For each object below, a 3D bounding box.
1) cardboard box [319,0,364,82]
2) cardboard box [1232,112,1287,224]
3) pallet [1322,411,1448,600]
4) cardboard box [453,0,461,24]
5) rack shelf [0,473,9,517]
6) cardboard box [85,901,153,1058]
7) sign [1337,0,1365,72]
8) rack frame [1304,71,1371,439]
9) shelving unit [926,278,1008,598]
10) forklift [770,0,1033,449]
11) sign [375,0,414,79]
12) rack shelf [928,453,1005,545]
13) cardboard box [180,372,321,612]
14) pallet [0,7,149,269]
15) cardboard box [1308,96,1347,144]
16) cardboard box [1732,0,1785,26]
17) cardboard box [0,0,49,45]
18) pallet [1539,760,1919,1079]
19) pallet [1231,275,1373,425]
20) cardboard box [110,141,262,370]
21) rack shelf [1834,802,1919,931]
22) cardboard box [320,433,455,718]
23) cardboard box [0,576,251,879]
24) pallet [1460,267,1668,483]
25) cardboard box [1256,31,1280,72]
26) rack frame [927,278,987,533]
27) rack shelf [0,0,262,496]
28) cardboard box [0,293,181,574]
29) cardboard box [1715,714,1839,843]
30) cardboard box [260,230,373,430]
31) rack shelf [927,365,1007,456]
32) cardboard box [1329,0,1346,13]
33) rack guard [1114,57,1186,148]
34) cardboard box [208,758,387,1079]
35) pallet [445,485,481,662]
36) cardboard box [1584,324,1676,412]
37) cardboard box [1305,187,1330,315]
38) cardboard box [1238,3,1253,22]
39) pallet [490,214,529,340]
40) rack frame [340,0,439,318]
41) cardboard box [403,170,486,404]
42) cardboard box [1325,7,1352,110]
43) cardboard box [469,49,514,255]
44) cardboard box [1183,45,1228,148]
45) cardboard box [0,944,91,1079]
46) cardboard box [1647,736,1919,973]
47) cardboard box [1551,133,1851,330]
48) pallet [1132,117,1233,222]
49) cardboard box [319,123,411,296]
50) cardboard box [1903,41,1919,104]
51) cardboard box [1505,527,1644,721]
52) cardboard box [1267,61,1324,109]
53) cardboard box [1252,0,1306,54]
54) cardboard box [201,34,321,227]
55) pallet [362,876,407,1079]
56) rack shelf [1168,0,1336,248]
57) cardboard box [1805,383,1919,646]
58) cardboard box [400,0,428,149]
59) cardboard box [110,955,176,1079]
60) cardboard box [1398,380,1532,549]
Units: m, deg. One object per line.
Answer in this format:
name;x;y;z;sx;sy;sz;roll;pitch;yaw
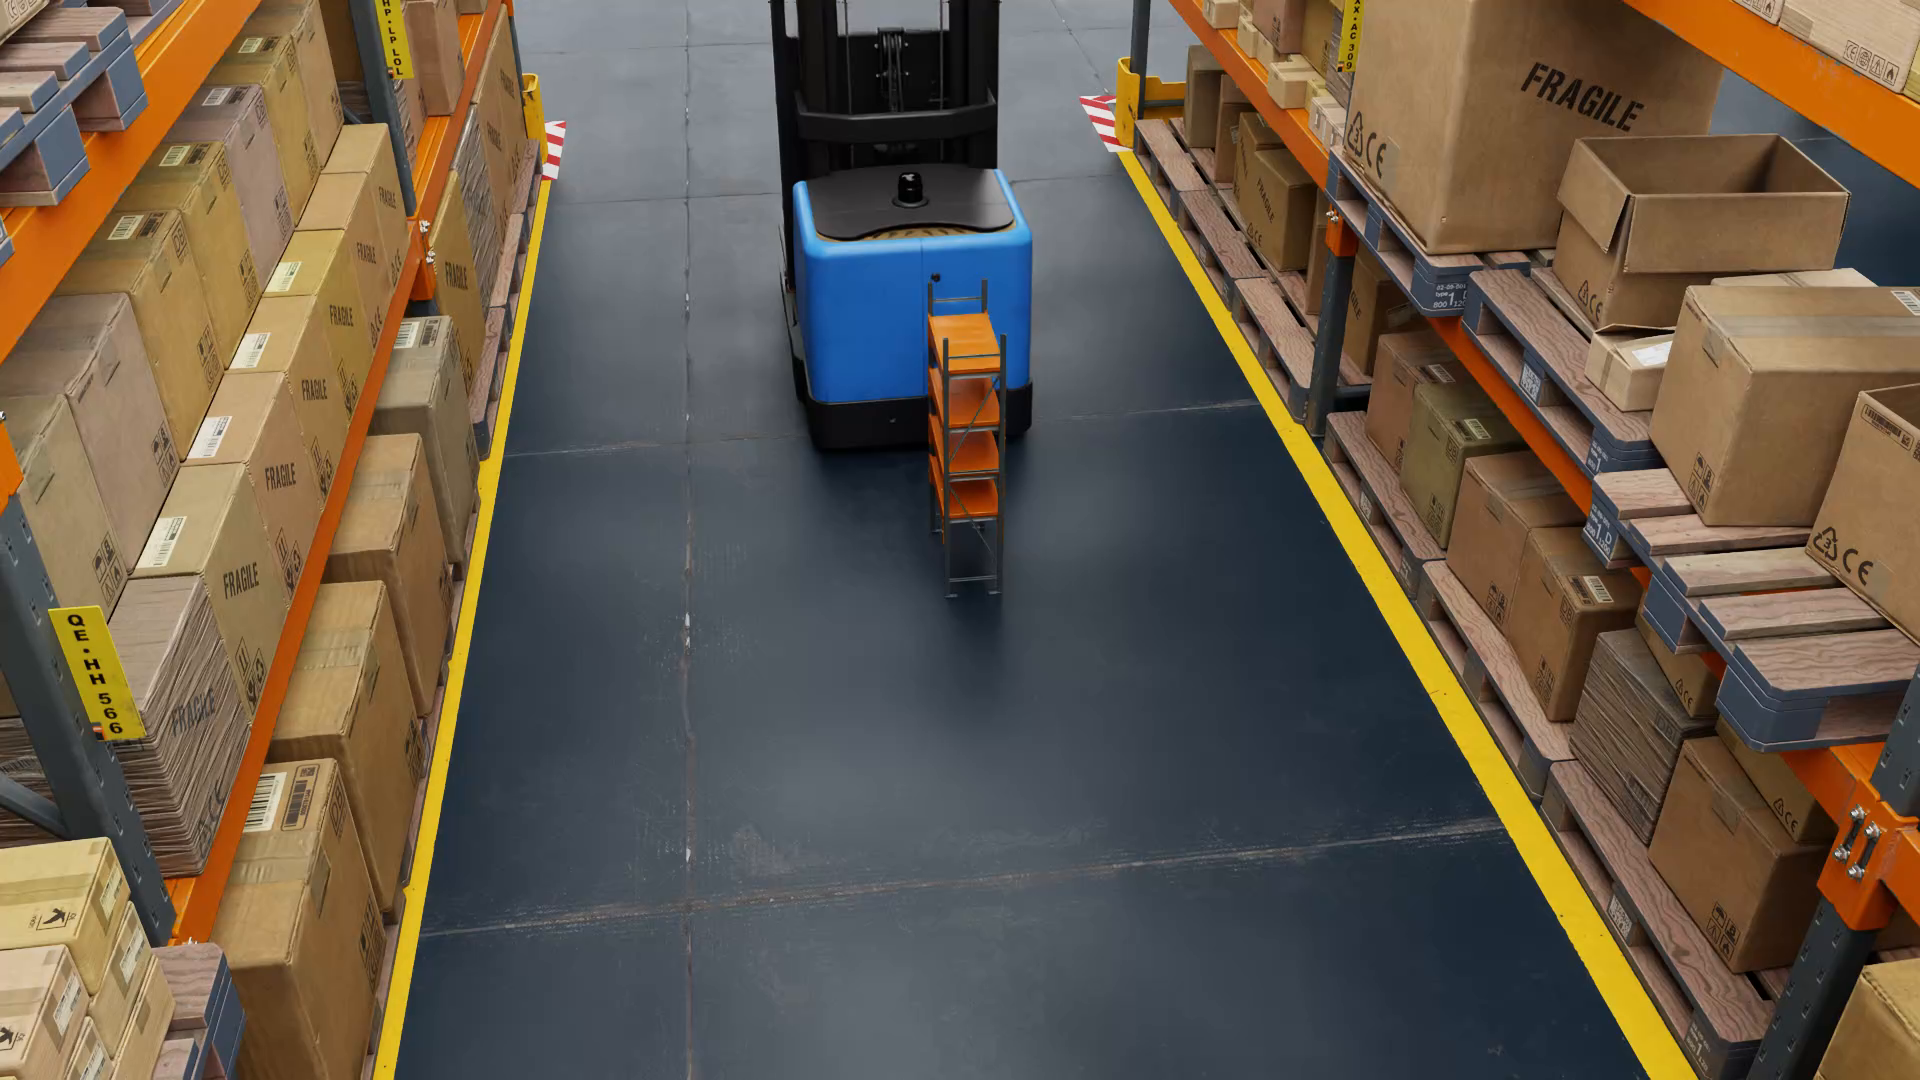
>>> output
cardboard box;-2.773;-2.193;6.712;0.875;0.550;0.550;-4;35;-6
cardboard box;1.881;-2.137;9.569;0.500;0.500;0.500;-1;34;-2
pallet;2.278;-0.209;7.369;1.003;0.211;1.213;-4;35;-6
cardboard box;-3.154;-2.940;8.767;0.875;0.550;0.550;-4;35;-6
rack shelf;-1.950;0.930;1.198;1.077;0.370;4.000;-4;35;-6
cardboard box;-1.701;0.804;2.992;0.380;0.149;0.250;-4;34;-5
sign;1.635;-2.108;6.911;0.100;0.325;0.005;-4;35;-6
rack frame;2.172;-1.796;7.221;1.000;3.000;0.127;-4;35;-6
shelving unit;0.022;-0.403;6.777;0.258;1.200;0.503;-4;35;-6
forklift;-0.394;-2.456;8.251;1.130;2.935;3.031;-5;35;-7
sign;-2.221;-1.969;6.517;0.100;0.325;0.005;-4;35;-6
rack shelf;0.022;-0.184;6.926;0.258;0.148;0.480;-4;35;-6
cardboard box;-2.150;-0.121;4.676;0.500;0.500;0.500;-4;35;-6
pallet;-2.358;-0.761;3.207;1.213;0.211;1.003;-3;34;-4
cardboard box;1.827;-1.930;7.641;0.380;0.149;0.250;-4;35;-6
cardboard box;2.258;-1.544;4.322;0.500;0.250;0.500;-3;34;-5
cardboard box;-2.098;-1.082;3.128;0.500;0.311;0.500;-4;35;-6
pallet;2.606;1.153;5.371;1.003;0.211;1.213;-4;35;-6
pallet;2.046;-1.015;8.553;1.003;0.211;1.213;-4;35;-6
cardboard box;-2.479;-0.803;4.789;0.700;0.500;0.500;-5;35;-7
rack shelf;2.978;1.850;2.511;1.077;0.370;4.000;-4;35;-6
cardboard box;-2.458;0.158;5.979;1.050;0.750;0.750;-4;35;-6
cardboard box;-2.012;0.444;3.847;0.500;0.500;0.500;-4;34;-6
pallet;2.403;-0.586;5.616;1.003;0.211;1.213;-4;35;-6
cardboard box;1.732;-2.491;8.464;0.380;0.149;0.250;-4;35;-6
rack frame;-0.011;-0.540;6.976;0.240;1.200;0.015;-4;35;-6
rack shelf;-2.488;-1.303;4.473;1.077;0.370;4.000;-4;35;-6
cardboard box;-2.339;-0.232;3.950;0.700;0.500;0.500;-5;35;-7
cardboard box;2.590;0.606;4.860;0.500;0.250;0.500;-3;34;-4
cardboard box;-2.286;-0.683;5.499;0.500;0.500;0.500;-4;34;-6
rack shelf;0.022;-0.533;6.688;0.258;0.148;0.480;-4;35;-6
cardboard box;1.838;-2.603;7.166;0.500;0.500;0.500;-4;35;-6
rack guard;1.644;-2.952;11.138;1.175;0.500;0.348;-4;35;-6
cardboard box;-2.212;1.165;4.501;1.050;0.750;0.750;-5;35;-7
pallet;-2.579;0.101;6.915;1.003;0.211;1.213;-4;35;-6
cardboard box;2.218;-0.592;5.201;0.396;0.266;0.258;-5;35;-8
cardboard box;2.073;-1.481;8.607;0.500;0.500;0.500;6;35;9
cardboard box;1.706;-2.773;8.878;0.380;0.149;0.250;-4;35;-6
pallet;-2.949;-1.437;9.171;1.003;0.211;1.213;-4;35;-6
rack frame;-2.757;-1.476;6.753;1.000;3.000;0.127;-4;35;-6
cardboard box;-2.772;-1.128;7.756;0.875;0.875;0.875;-4;34;-6
cardboard box;2.172;-2.216;7.485;0.875;0.500;0.500;-4;35;-6
cardboard box;-3.018;-2.140;9.240;0.875;0.875;0.875;-5;35;-7
cardboard box;1.701;-2.819;10.569;0.500;0.500;0.500;2;34;2
cardboard box;-1.667;0.819;2.706;0.380;0.149;0.250;-5;35;-7
cardboard box;2.600;0.915;5.072;0.700;0.500;0.500;-6;35;-9
cardboard box;2.496;-1.051;5.665;0.797;0.503;0.637;-1;34;-1
pallet;1.718;-2.377;10.551;1.003;0.211;1.213;-4;35;-6
cardboard box;-2.422;-1.247;6.327;0.500;0.500;0.500;-5;35;-7
cardboard box;2.402;-0.988;3.505;0.500;0.250;0.500;-4;35;-6
cardboard box;2.429;0.291;5.989;0.700;0.500;0.500;-2;34;-2
cardboard box;1.709;-2.205;8.045;0.380;0.149;0.250;-4;35;-6
cardboard box;1.973;-2.769;8.296;0.875;0.500;0.500;-4;35;-6
cardboard box;-2.613;-1.367;5.616;0.700;0.500;0.500;-5;35;-7
pallet;-2.250;1.462;4.917;1.003;0.211;1.213;-4;35;-6
rack shelf;1.903;-2.614;9.062;1.077;0.370;4.000;-4;35;-6
cardboard box;2.597;-0.077;4.237;0.500;0.500;0.500;-9;35;-12
cardboard box;-2.915;-2.048;7.459;0.875;0.550;0.550;-4;35;-6
cardboard box;-1.697;0.927;3.077;0.380;0.149;0.250;-4;34;-6
cardboard box;2.278;-0.333;6.903;0.700;0.500;0.500;-5;35;-7
